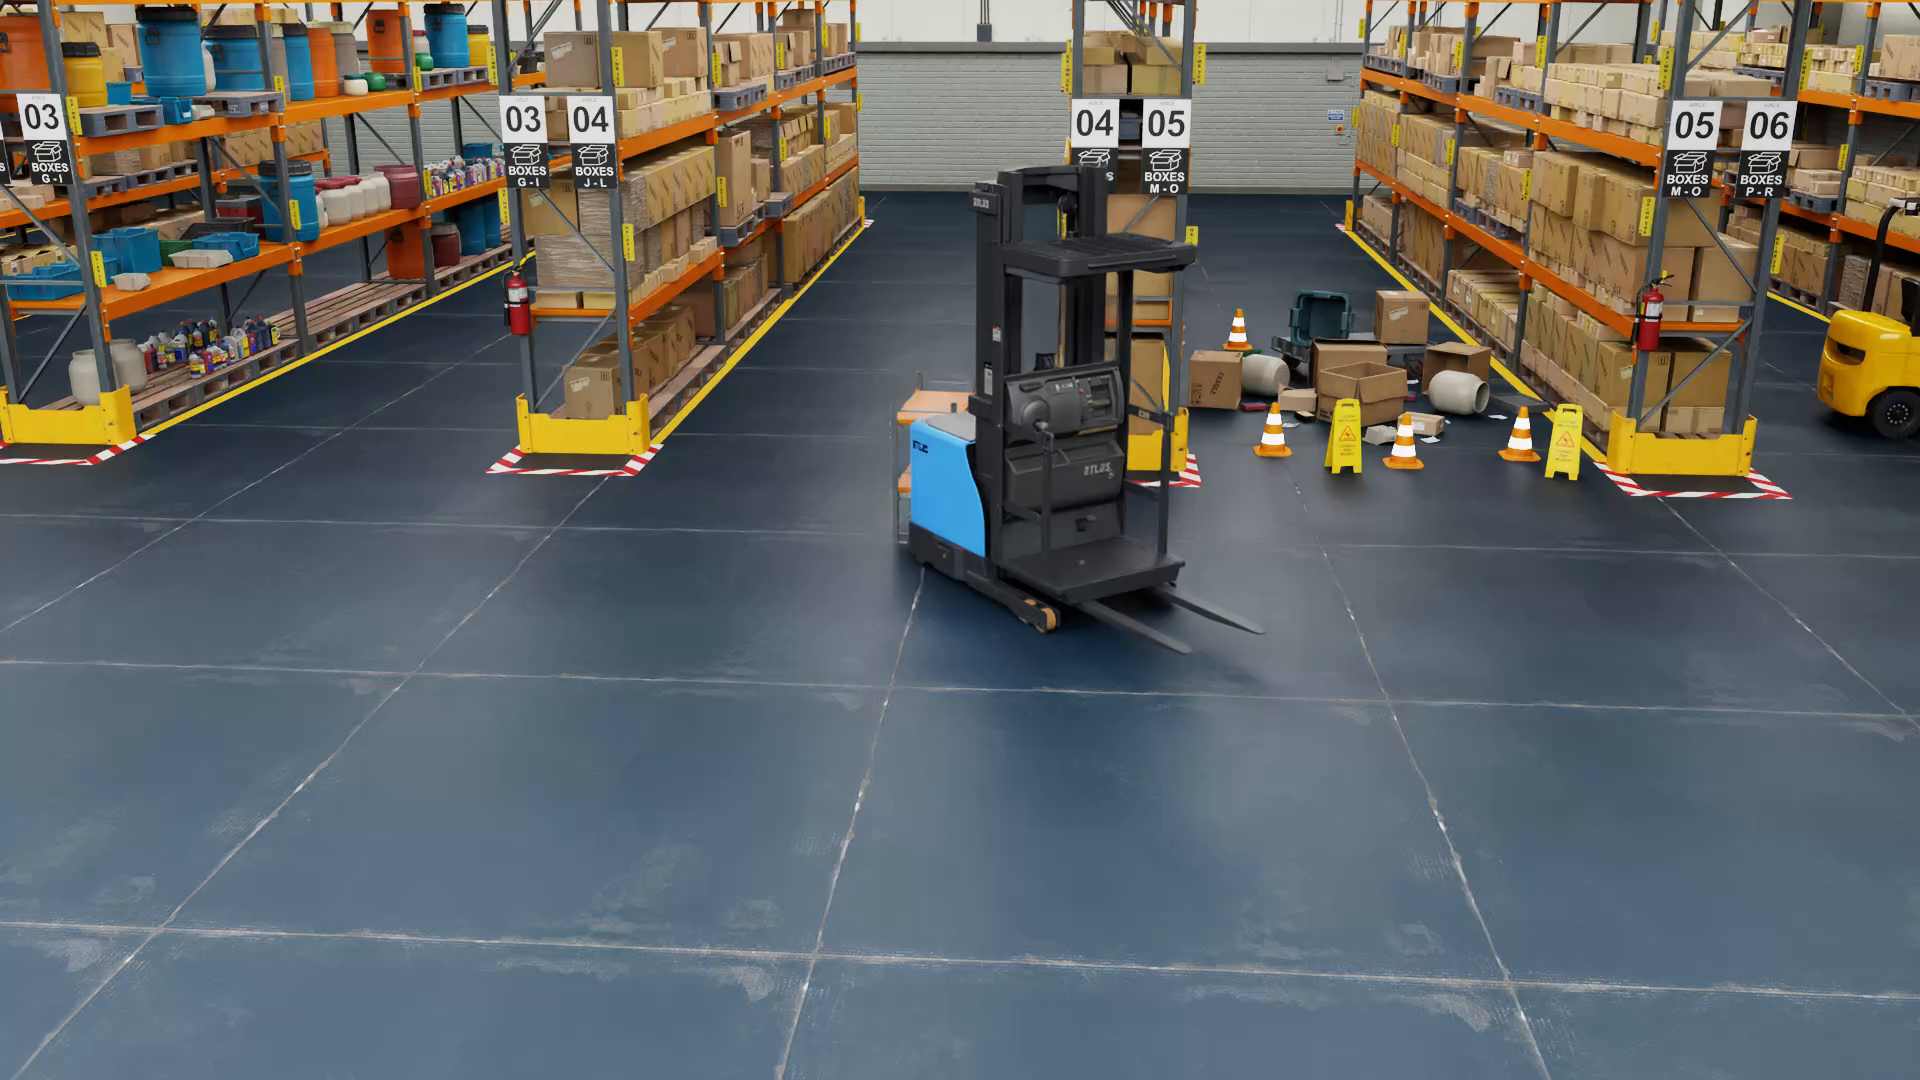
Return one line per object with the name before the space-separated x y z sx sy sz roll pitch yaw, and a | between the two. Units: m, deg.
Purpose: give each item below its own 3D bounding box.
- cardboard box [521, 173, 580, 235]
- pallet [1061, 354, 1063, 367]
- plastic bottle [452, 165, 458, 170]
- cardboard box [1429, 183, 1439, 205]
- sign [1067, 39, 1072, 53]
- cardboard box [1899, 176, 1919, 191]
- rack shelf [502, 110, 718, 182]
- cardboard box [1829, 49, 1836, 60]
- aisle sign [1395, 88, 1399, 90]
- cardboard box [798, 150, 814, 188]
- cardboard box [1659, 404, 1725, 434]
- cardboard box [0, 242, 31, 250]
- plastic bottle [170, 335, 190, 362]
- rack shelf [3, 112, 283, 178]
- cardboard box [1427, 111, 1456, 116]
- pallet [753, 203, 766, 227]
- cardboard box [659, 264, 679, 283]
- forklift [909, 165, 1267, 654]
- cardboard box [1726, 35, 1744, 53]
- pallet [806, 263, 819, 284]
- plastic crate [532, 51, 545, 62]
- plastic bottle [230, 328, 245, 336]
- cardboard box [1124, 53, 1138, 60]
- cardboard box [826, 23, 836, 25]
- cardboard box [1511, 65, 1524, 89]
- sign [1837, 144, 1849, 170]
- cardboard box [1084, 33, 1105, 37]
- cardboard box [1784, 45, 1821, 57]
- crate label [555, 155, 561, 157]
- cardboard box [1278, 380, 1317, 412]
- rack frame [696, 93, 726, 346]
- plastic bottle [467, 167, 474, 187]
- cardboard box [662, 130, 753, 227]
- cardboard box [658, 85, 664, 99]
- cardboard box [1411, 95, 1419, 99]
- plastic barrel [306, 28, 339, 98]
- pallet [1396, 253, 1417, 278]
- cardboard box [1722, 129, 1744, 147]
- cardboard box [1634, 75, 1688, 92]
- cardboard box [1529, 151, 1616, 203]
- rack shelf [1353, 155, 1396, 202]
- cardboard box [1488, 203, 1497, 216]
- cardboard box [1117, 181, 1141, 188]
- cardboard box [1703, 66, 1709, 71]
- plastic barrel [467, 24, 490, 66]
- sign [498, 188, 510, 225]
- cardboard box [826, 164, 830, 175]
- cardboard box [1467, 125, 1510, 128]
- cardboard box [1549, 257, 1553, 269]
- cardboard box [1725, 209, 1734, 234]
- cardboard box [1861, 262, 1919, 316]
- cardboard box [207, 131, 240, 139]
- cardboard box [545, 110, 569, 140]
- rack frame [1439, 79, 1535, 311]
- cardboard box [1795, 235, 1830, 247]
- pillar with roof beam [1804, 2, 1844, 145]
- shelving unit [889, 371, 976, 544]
cardboard box | -3.703 -3.091 15.295 0.500 0.500 0.500 1 18 4
pallet | 1.598 -1.791 18.051 1.003 0.211 1.213 1 18 4
plastic bottle | -7.890 -5.748 25.966 0.097 0.201 0.097 0 18 0
cardboard box | 6.760 -4.765 22.888 0.500 0.250 0.500 2 18 5
sign | 1.189 -5.181 17.763 0.100 0.325 0.005 1 18 4
cardboard box | 11.514 -4.267 19.925 0.380 0.149 0.250 2 18 5
rack shelf | -3.353 -3.955 16.515 1.077 0.370 4.000 1 18 4
cardboard box | 11.796 -6.444 22.077 0.380 0.149 0.250 1 18 3
aisle sign | 7.850 -8.249 29.107 0.394 0.787 0.004 1 18 4
cardboard box | -2.470 -5.558 24.907 0.500 0.500 0.500 1 18 3
cardboard box | 6.722 -1.167 15.408 0.500 0.250 0.500 1 18 3
cardboard box | -13.134 -3.961 23.034 0.500 0.311 0.500 2 18 6
plastic bottle | -8.516 -2.091 18.154 0.152 0.276 0.135 1 18 4
rack shelf | -8.293 -4.066 16.852 1.077 0.370 4.000 1 18 4
cardboard box | 7.524 -6.421 25.937 0.500 0.500 0.500 1 18 4
pallet | -3.024 -4.028 20.708 1.003 0.211 1.213 1 18 4
cardboard box | -3.034 -2.678 16.682 0.380 0.149 0.250 1 18 4
forklift | 0.836 -0.945 11.099 1.130 2.935 3.031 -11 21 -31
cardboard box | 11.996 -7.542 25.266 0.500 0.250 0.500 1 18 4
pallet | -2.701 -4.031 24.887 1.003 0.211 1.213 1 18 4
plastic crate | -7.595 -8.580 29.684 0.497 0.269 0.590 1 18 4
plastic bottle | -8.072 -2.248 18.633 0.152 0.276 0.135 1 18 4
cardboard box | 1.915 -4.778 16.798 0.500 0.250 0.500 1 18 4
cardboard box | -2.494 -8.605 28.554 0.700 0.500 0.500 1 18 2
cardboard box | 6.651 -5.325 19.107 0.500 0.250 0.500 2 18 5
sign | 11.371 -4.926 21.407 0.100 0.325 0.005 1 18 4
cardboard box | 1.809 -6.721 22.410 0.396 0.266 0.258 1 18 4
cardboard box | 11.689 -6.779 23.066 0.380 0.149 0.250 1 18 4
crate label | -7.198 -6.800 29.184 0.396 0.136 0.243 1 18 4
cardboard box | 3.444 -1.477 17.003 0.396 0.266 0.258 4 19 13
rack frame | -3.209 -3.493 18.766 1.000 3.000 0.127 1 18 4
plastic bottle | -7.342 -5.446 24.914 0.061 0.283 0.133 1 18 4
cardboard box | -3.013 -4.221 19.350 1.000 1.000 1.000 1 18 4
cardboard box | -3.141 -4.438 16.433 0.380 0.149 0.250 1 18 2
cardboard box | 7.635 -7.235 27.378 0.380 0.149 0.250 2 18 6
plastic barrel | -8.185 -6.022 20.977 0.600 0.830 0.708 1 18 4
pallet | 7.268 -4.190 25.371 1.003 0.211 1.213 1 18 4
cardboard box | 6.736 -3.431 14.163 0.380 0.149 0.250 1 18 4
cardboard box | 6.244 -4.063 14.810 0.380 0.149 0.250 1 18 4
cardboard box | 6.427 -3.804 17.471 0.700 0.500 0.500 1 18 3
rack shelf | 7.392 -6.036 27.681 1.077 0.370 4.000 1 18 4
cardboard box | 6.589 -3.997 20.032 0.380 0.149 0.250 2 18 6
cardboard box | 1.456 -2.980 15.226 0.875 0.550 0.550 1 18 4
cardboard box | 12.062 -7.467 26.481 0.380 0.149 0.250 1 18 4
plastic barrel | -7.439 -7.515 25.245 0.600 0.588 0.600 0 18 0
sign | -4.048 -2.970 14.802 0.100 0.325 0.005 1 18 4
cardboard box | -2.283 -5.943 26.645 0.380 0.149 0.250 1 18 4
cardboard box | 7.319 -5.499 23.122 0.500 0.500 0.500 2 18 5
cardboard box | 6.378 -2.899 17.356 0.380 0.149 0.250 1 18 4
cardboard box | 12.174 -5.126 27.089 0.700 0.500 0.500 1 18 2
cardboard box | 11.816 -3.079 20.641 0.875 0.625 0.625 2 18 6
cardboard box | -12.202 -6.863 27.283 0.500 0.500 0.500 2 18 5
cardboard box | -3.715 -3.760 15.005 0.500 0.250 0.500 2 18 5
rack frame | 6.962 -4.514 21.882 1.000 3.000 0.127 1 18 4
cardboard box | 11.812 -4.131 23.010 0.380 0.149 0.250 2 18 6
pillar with roof beam | 8.855 -8.790 25.296 9.100 9.000 0.400 1 18 4
shelving unit | -0.186 -0.660 13.131 0.538 1.125 1.048 3 18 9
